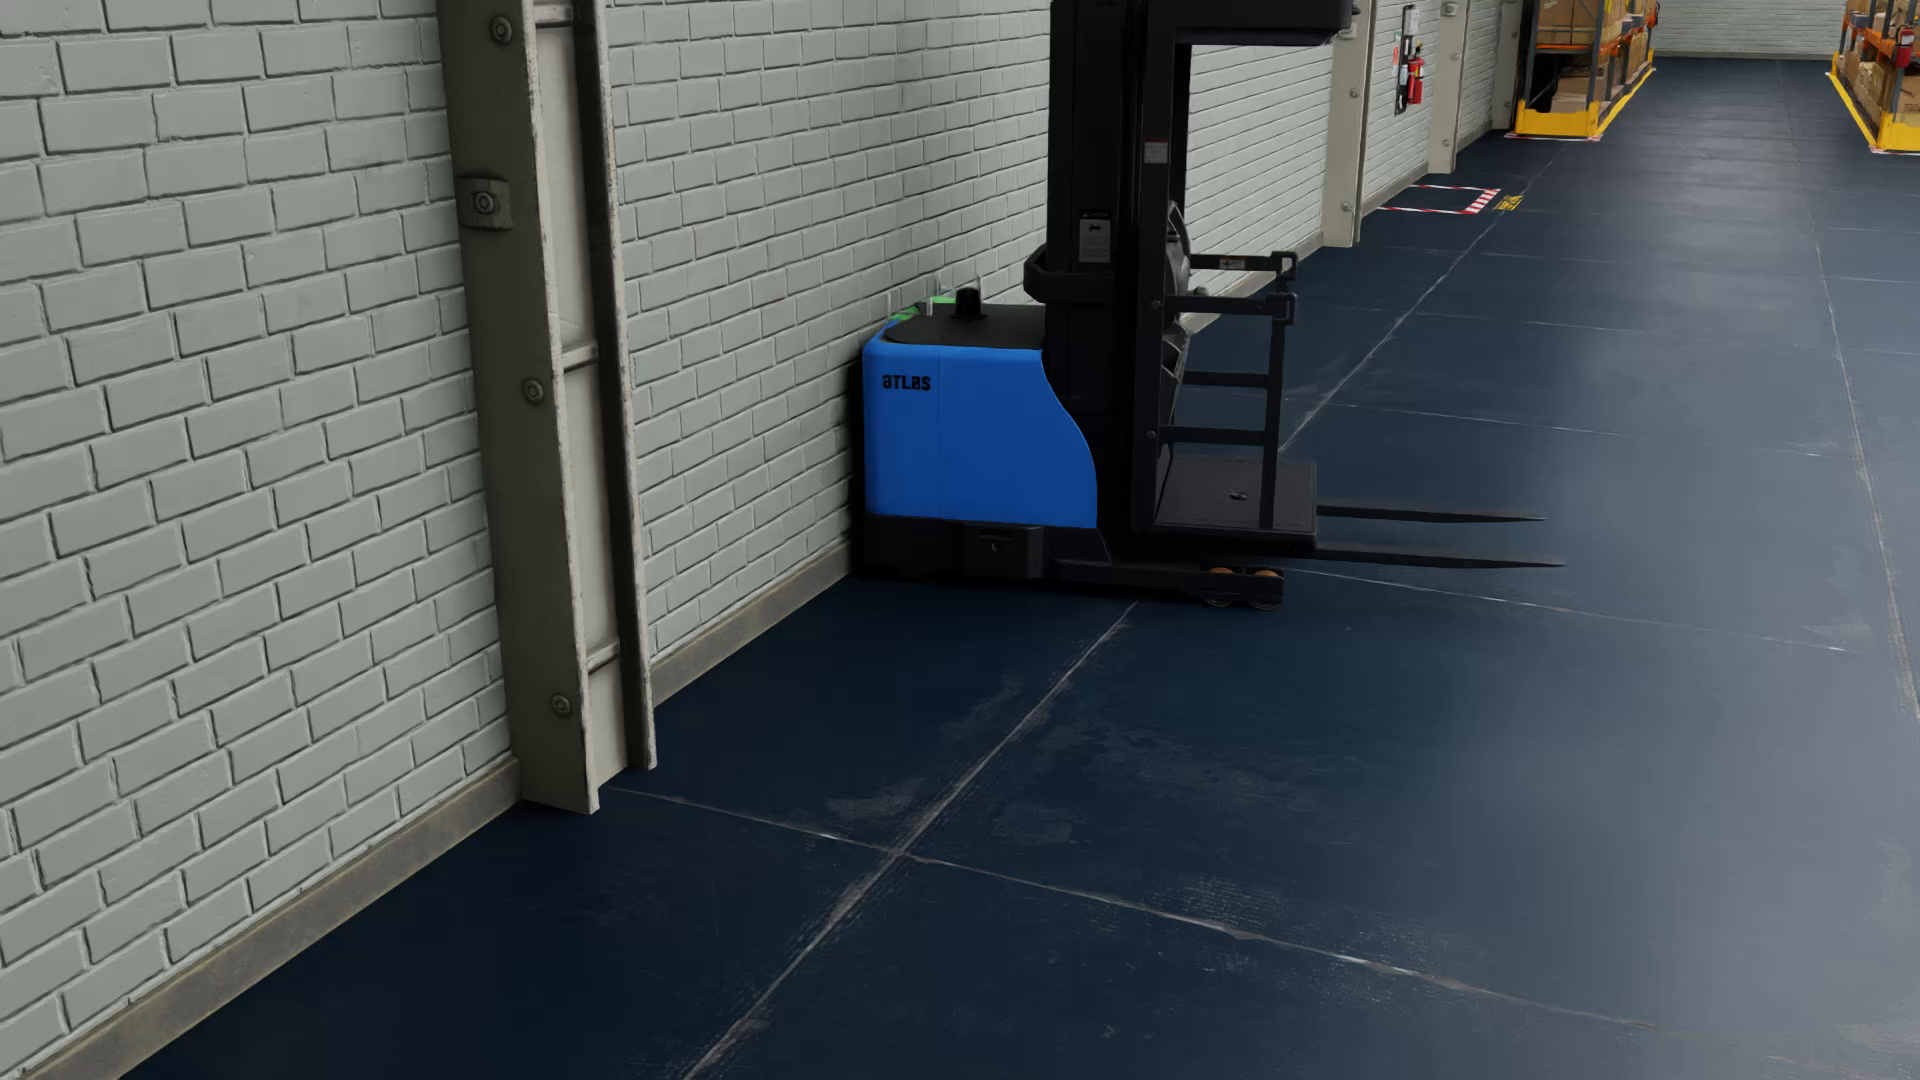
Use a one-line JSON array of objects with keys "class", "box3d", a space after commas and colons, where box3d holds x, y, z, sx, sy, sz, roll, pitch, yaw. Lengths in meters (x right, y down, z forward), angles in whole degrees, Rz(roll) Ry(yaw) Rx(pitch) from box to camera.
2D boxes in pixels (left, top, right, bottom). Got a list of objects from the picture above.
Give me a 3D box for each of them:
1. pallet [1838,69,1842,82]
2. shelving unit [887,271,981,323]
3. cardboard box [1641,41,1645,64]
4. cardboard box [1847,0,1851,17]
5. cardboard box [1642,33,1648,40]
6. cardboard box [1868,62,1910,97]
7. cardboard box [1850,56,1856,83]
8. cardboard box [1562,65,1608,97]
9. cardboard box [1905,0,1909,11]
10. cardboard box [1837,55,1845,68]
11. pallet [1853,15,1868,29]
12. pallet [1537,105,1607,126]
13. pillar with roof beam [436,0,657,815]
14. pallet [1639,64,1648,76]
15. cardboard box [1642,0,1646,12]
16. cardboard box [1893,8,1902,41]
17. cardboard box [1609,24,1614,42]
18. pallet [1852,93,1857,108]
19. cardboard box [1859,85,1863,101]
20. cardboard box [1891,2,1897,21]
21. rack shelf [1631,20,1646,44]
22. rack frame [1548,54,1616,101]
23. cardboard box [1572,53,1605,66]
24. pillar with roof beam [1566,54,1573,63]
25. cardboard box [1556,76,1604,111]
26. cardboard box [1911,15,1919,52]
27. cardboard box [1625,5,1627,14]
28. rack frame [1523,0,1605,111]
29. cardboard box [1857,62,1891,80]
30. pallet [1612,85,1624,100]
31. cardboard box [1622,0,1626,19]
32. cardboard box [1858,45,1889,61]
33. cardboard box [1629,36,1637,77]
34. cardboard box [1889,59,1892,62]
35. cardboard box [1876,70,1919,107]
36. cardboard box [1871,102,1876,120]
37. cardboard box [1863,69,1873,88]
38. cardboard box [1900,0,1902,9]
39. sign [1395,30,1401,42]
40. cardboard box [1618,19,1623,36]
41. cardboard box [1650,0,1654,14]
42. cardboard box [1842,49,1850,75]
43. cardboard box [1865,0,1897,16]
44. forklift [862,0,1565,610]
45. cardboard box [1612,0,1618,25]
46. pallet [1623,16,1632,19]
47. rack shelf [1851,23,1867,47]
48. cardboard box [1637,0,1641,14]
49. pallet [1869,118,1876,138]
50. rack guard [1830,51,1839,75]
[{"class": "pallet", "box3d": [19.276, -9.859, 35.377, 1.003, 0.211, 1.213, 9, 21, 23]}, {"class": "shelving unit", "box3d": [-0.119, -0.634, 7.955, 0.258, 1.200, 0.503, 11, 25, 25]}, {"class": "cardboard box", "box3d": [15.007, -10.976, 37.459, 0.700, 0.500, 0.500, 8, 21, 21]}, {"class": "cardboard box", "box3d": [19.297, -11.448, 35.533, 0.500, 0.500, 0.500, 8, 21, 23]}, {"class": "cardboard box", "box3d": [15.427, -11.446, 37.812, 0.380, 0.149, 0.250, 9, 22, 24]}, {"class": "cardboard box", "box3d": [14.744, -7.300, 26.377, 0.500, 0.500, 0.500, 9, 21, 23]}, {"class": "cardboard box", "box3d": [17.448, -9.033, 31.967, 0.500, 0.500, 0.500, 8, 21, 21]}, {"class": "cardboard box", "box3d": [10.985, -8.079, 29.283, 0.700, 0.500, 0.500, 9, 22, 25]}, {"class": "cardboard box", "box3d": [14.198, -7.891, 24.563, 0.380, 0.149, 0.250, 8, 21, 22]}, {"class": "cardboard box", "box3d": [19.447, -10.443, 36.305, 0.500, 0.250, 0.500, 9, 21, 23]}, {"class": "pallet", "box3d": [17.071, -9.493, 30.471, 1.213, 0.211, 1.003, 9, 21, 23]}, {"class": "pallet", "box3d": [9.958, -6.924, 27.122, 1.003, 0.211, 1.213, 9, 21, 23]}, {"class": "pillar with roof beam", "box3d": [2.658, -2.831, 2.500, 9.100, 9.000, 0.400, 9, 21, 23]}, {"class": "pallet", "box3d": [14.856, -10.550, 37.318, 1.003, 0.211, 1.213, 9, 21, 23]}, {"class": "cardboard box", "box3d": [13.816, -11.131, 34.169, 0.500, 0.500, 0.500, 9, 21, 23]}, {"class": "cardboard box", "box3d": [15.044, -8.054, 25.990, 0.700, 0.500, 0.500, 8, 21, 21]}, {"class": "cardboard box", "box3d": [9.964, -7.959, 26.066, 0.500, 0.250, 0.500, 8, 21, 22]}, {"class": "pallet", "box3d": [16.485, -7.806, 29.603, 1.003, 0.211, 1.213, 9, 21, 23]}, {"class": "cardboard box", "box3d": [15.753, -7.678, 28.560, 0.500, 0.250, 0.500, 9, 21, 24]}, {"class": "cardboard box", "box3d": [16.185, -8.898, 28.363, 0.500, 0.500, 0.500, 7, 21, 20]}, {"class": "rack shelf", "box3d": [13.156, -10.317, 33.576, 1.077, 0.370, 4.000, 9, 21, 23]}, {"class": "rack frame", "box3d": [10.699, -8.822, 28.298, 1.000, 3.000, 0.127, 9, 21, 23]}, {"class": "cardboard box", "box3d": [11.162, -8.567, 29.537, 0.500, 0.250, 0.500, 8, 21, 22]}, {"class": "pillar with roof beam", "box3d": [17.400, -13.836, 33.444, 9.100, 9.000, 0.400, 9, 21, 23]}, {"class": "cardboard box", "box3d": [10.006, -7.220, 26.867, 0.700, 0.500, 0.500, 7, 21, 19]}, {"class": "cardboard box", "box3d": [13.785, -7.109, 23.332, 0.700, 0.500, 0.500, 9, 21, 23]}, {"class": "cardboard box", "box3d": [12.153, -10.154, 31.238, 0.700, 0.500, 0.500, 6, 20, 16]}, {"class": "rack frame", "box3d": [9.061, -7.599, 24.860, 1.000, 3.000, 0.127, 9, 21, 23]}, {"class": "cardboard box", "box3d": [16.375, -8.413, 29.788, 0.500, 0.311, 0.500, 9, 22, 25]}, {"class": "pallet", "box3d": [12.015, -8.492, 31.533, 1.003, 0.211, 1.213, 9, 21, 23]}, {"class": "cardboard box", "box3d": [10.787, -8.927, 27.669, 0.500, 0.500, 0.500, 8, 21, 23]}, {"class": "cardboard box", "box3d": [17.046, -9.085, 30.993, 0.500, 0.250, 0.500, 9, 22, 25]}, {"class": "cardboard box", "box3d": [13.122, -9.703, 33.359, 0.750, 0.750, 0.750, 8, 21, 22]}, {"class": "cardboard box", "box3d": [17.514, -8.656, 30.907, 0.500, 0.500, 0.500, 8, 21, 21]}, {"class": "cardboard box", "box3d": [13.926, -6.689, 24.658, 0.500, 0.500, 0.500, 9, 21, 23]}, {"class": "cardboard box", "box3d": [14.135, -6.488, 25.211, 0.500, 0.250, 0.500, 9, 21, 23]}, {"class": "cardboard box", "box3d": [15.538, -7.785, 28.023, 0.500, 0.311, 0.500, 8, 21, 23]}, {"class": "cardboard box", "box3d": [14.620, -8.204, 25.445, 0.380, 0.149, 0.250, 8, 21, 22]}, {"class": "sign", "box3d": [4.744, -5.459, 17.999, 0.001, 0.109, 0.331, 9, 21, 23]}, {"class": "cardboard box", "box3d": [10.781, -8.574, 27.796, 0.500, 0.250, 0.500, 9, 21, 23]}, {"class": "cardboard box", "box3d": [15.125, -12.250, 37.491, 0.980, 0.700, 0.700, 8, 21, 22]}, {"class": "cardboard box", "box3d": [18.470, -9.832, 34.211, 0.500, 0.500, 0.500, 9, 21, 23]}, {"class": "cardboard box", "box3d": [17.013, -9.819, 30.326, 0.700, 0.500, 0.500, 2, 20, 4]}, {"class": "forklift", "box3d": [1.131, -1.275, 7.179, 3.031, 2.935, 1.130, 4, 20, 11]}, {"class": "cardboard box", "box3d": [9.959, -8.303, 25.913, 0.500, 0.500, 0.500, 8, 21, 21]}, {"class": "pallet", "box3d": [11.564, -9.344, 30.052, 1.003, 0.211, 1.213, 9, 21, 23]}, {"class": "rack shelf", "box3d": [17.677, -9.639, 31.668, 1.077, 0.370, 4.000, 9, 21, 23]}, {"class": "cardboard box", "box3d": [12.992, -10.514, 32.432, 0.500, 0.500, 0.500, 9, 22, 24]}, {"class": "pallet", "box3d": [14.358, -6.218, 25.138, 1.003, 0.211, 1.213, 9, 21, 23]}, {"class": "rack guard", "box3d": [20.102, -10.611, 37.059, 1.175, 0.500, 0.348, 9, 21, 23]}]
